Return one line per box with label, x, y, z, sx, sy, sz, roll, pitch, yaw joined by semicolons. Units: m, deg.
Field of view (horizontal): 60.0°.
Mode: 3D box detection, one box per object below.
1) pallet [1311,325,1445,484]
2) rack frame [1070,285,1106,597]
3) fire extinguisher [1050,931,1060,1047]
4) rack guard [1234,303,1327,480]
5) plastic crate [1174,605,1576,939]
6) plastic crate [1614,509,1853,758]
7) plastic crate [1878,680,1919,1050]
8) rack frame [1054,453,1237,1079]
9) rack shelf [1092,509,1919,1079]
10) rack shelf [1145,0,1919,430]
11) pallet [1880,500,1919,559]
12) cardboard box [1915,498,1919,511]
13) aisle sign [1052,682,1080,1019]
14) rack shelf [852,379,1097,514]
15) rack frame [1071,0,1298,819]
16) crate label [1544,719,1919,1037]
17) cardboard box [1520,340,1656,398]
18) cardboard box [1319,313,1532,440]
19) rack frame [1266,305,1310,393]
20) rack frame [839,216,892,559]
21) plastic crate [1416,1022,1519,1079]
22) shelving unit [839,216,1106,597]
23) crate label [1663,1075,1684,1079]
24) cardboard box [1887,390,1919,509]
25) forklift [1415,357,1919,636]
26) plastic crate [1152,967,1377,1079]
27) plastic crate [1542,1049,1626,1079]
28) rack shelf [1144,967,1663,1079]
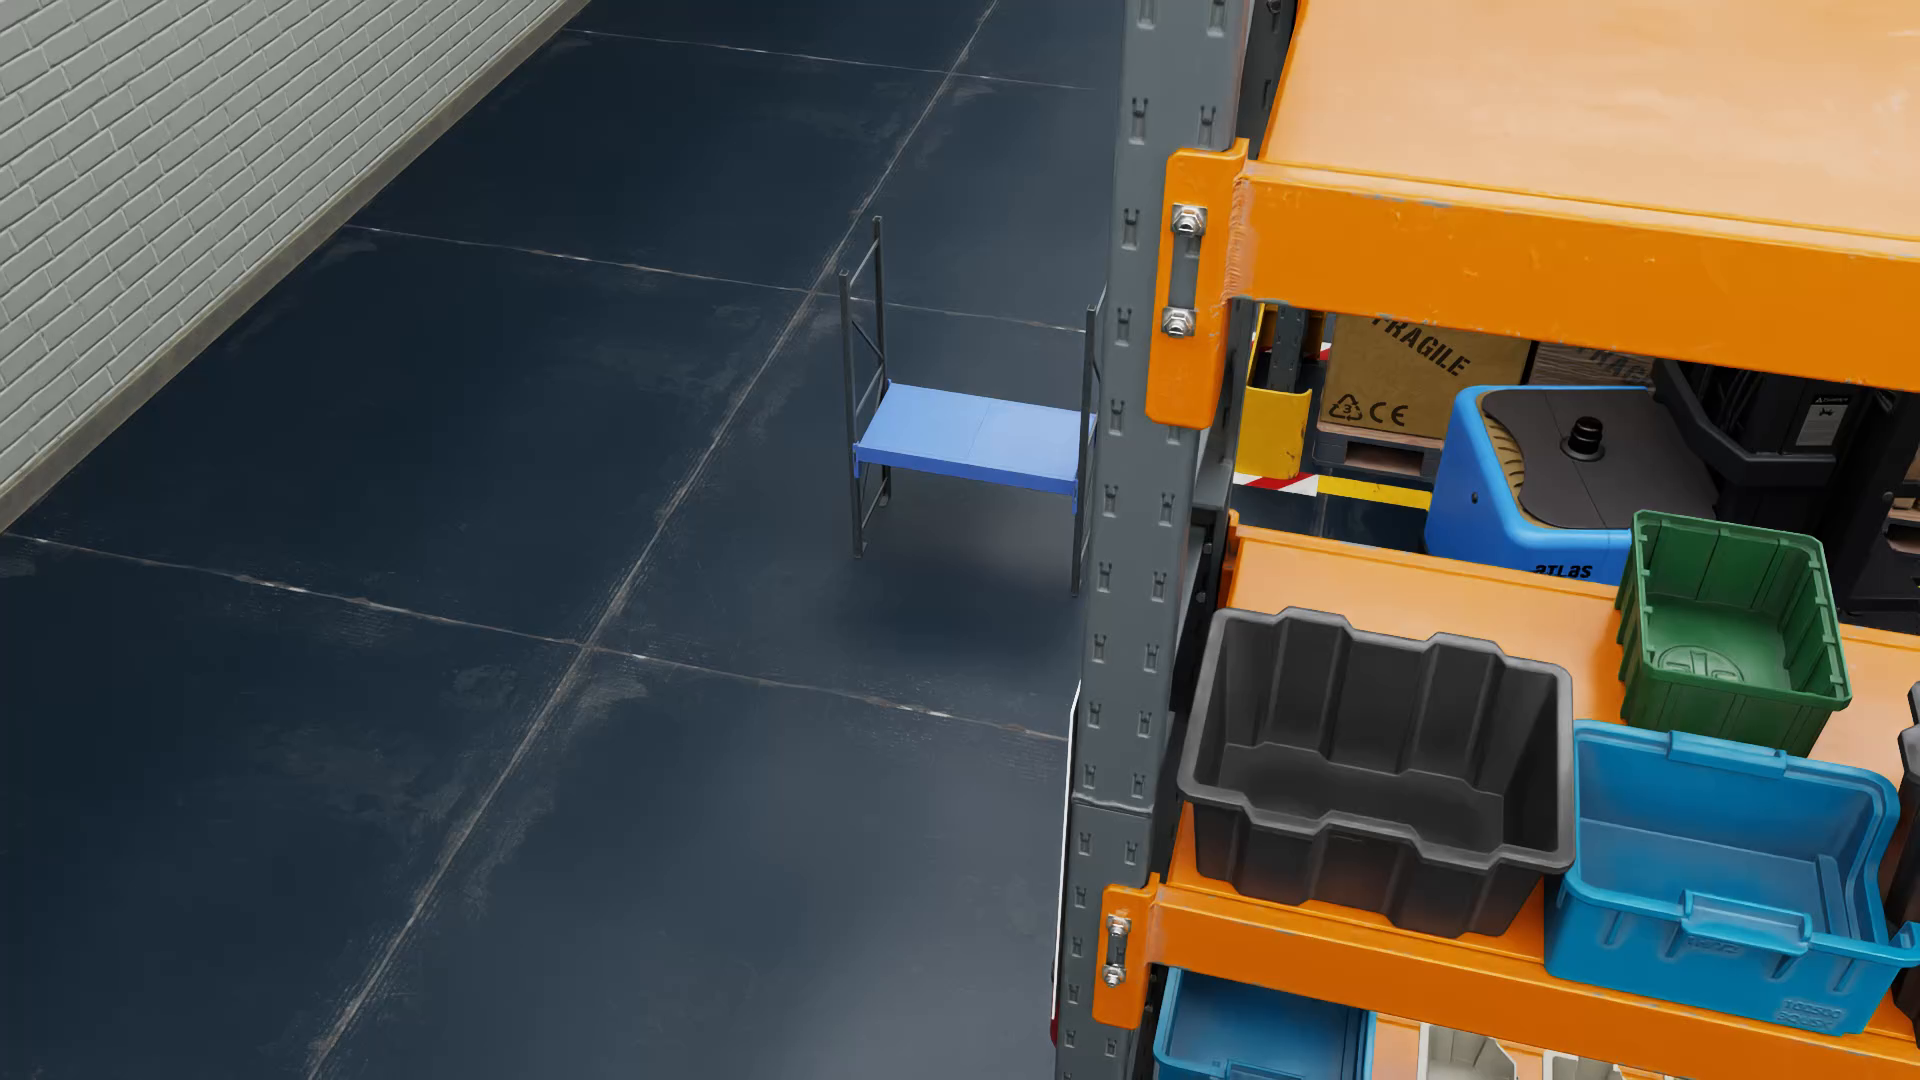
pallet;2.437;-0.666;8.379;1.213;0.211;1.003;10;41;11
rack frame;0.573;-0.476;7.150;0.032;1.500;0.500;10;41;11
fire extinguisher;0.336;1.124;4.429;0.183;0.674;0.296;10;41;11
rack guard;1.621;-0.865;8.391;0.348;0.500;1.175;10;41;11
plastic crate;0.664;0.398;2.714;0.590;0.269;0.497;10;41;11
plastic crate;1.391;0.178;3.038;0.336;0.188;0.450;10;41;11
plastic crate;1.769;0.559;2.468;0.767;0.338;0.504;10;41;11
rack frame;0.364;1.259;3.919;0.127;3.000;1.000;10;41;11
rack shelf;2.296;0.718;2.789;4.000;0.370;1.077;10;41;11
rack shelf;2.296;-0.277;1.953;4.000;0.370;1.077;10;41;11
pallet;4.794;-0.260;7.896;1.213;0.211;1.003;10;41;11
cardboard box;4.891;-0.660;7.529;0.875;0.875;0.875;10;41;11
aisle sign;0.218;0.436;2.877;0.004;0.787;0.394;10;41;11
rack shelf;0.082;-0.422;7.366;1.000;0.185;0.538;10;41;11
rack frame;0.364;-1.038;1.989;0.127;3.000;1.000;10;41;11
crate label;1.172;0.521;2.580;0.502;0.251;0.408;10;41;11
cardboard box;3.162;-0.957;7.883;0.875;0.875;0.875;10;41;11
cardboard box;2.283;-1.109;8.063;0.875;0.875;0.875;10;41;11
rack frame;1.644;-1.818;7.582;0.127;3.000;1.000;10;41;11
rack frame;-0.409;-0.645;7.351;0.032;1.500;0.500;10;41;11
plastic crate;1.199;1.360;3.957;0.243;0.136;0.396;10;41;11
shelving unit;0.082;-0.560;7.251;1.048;1.500;0.538;10;41;11
crate label;1.750;1.448;3.852;0.243;0.136;0.396;10;41;11
cardboard box;4.022;-0.809;7.707;0.875;0.875;0.875;10;41;11
forklift;3.530;-0.626;6.216;3.031;2.935;1.130;0;40;0
plastic crate;0.736;1.162;3.960;0.499;0.435;0.616;10;41;11
plastic crate;1.475;1.417;3.889;0.243;0.136;0.396;10;41;11
rack shelf;2.296;1.867;3.754;4.000;0.370;1.077;10;41;11
